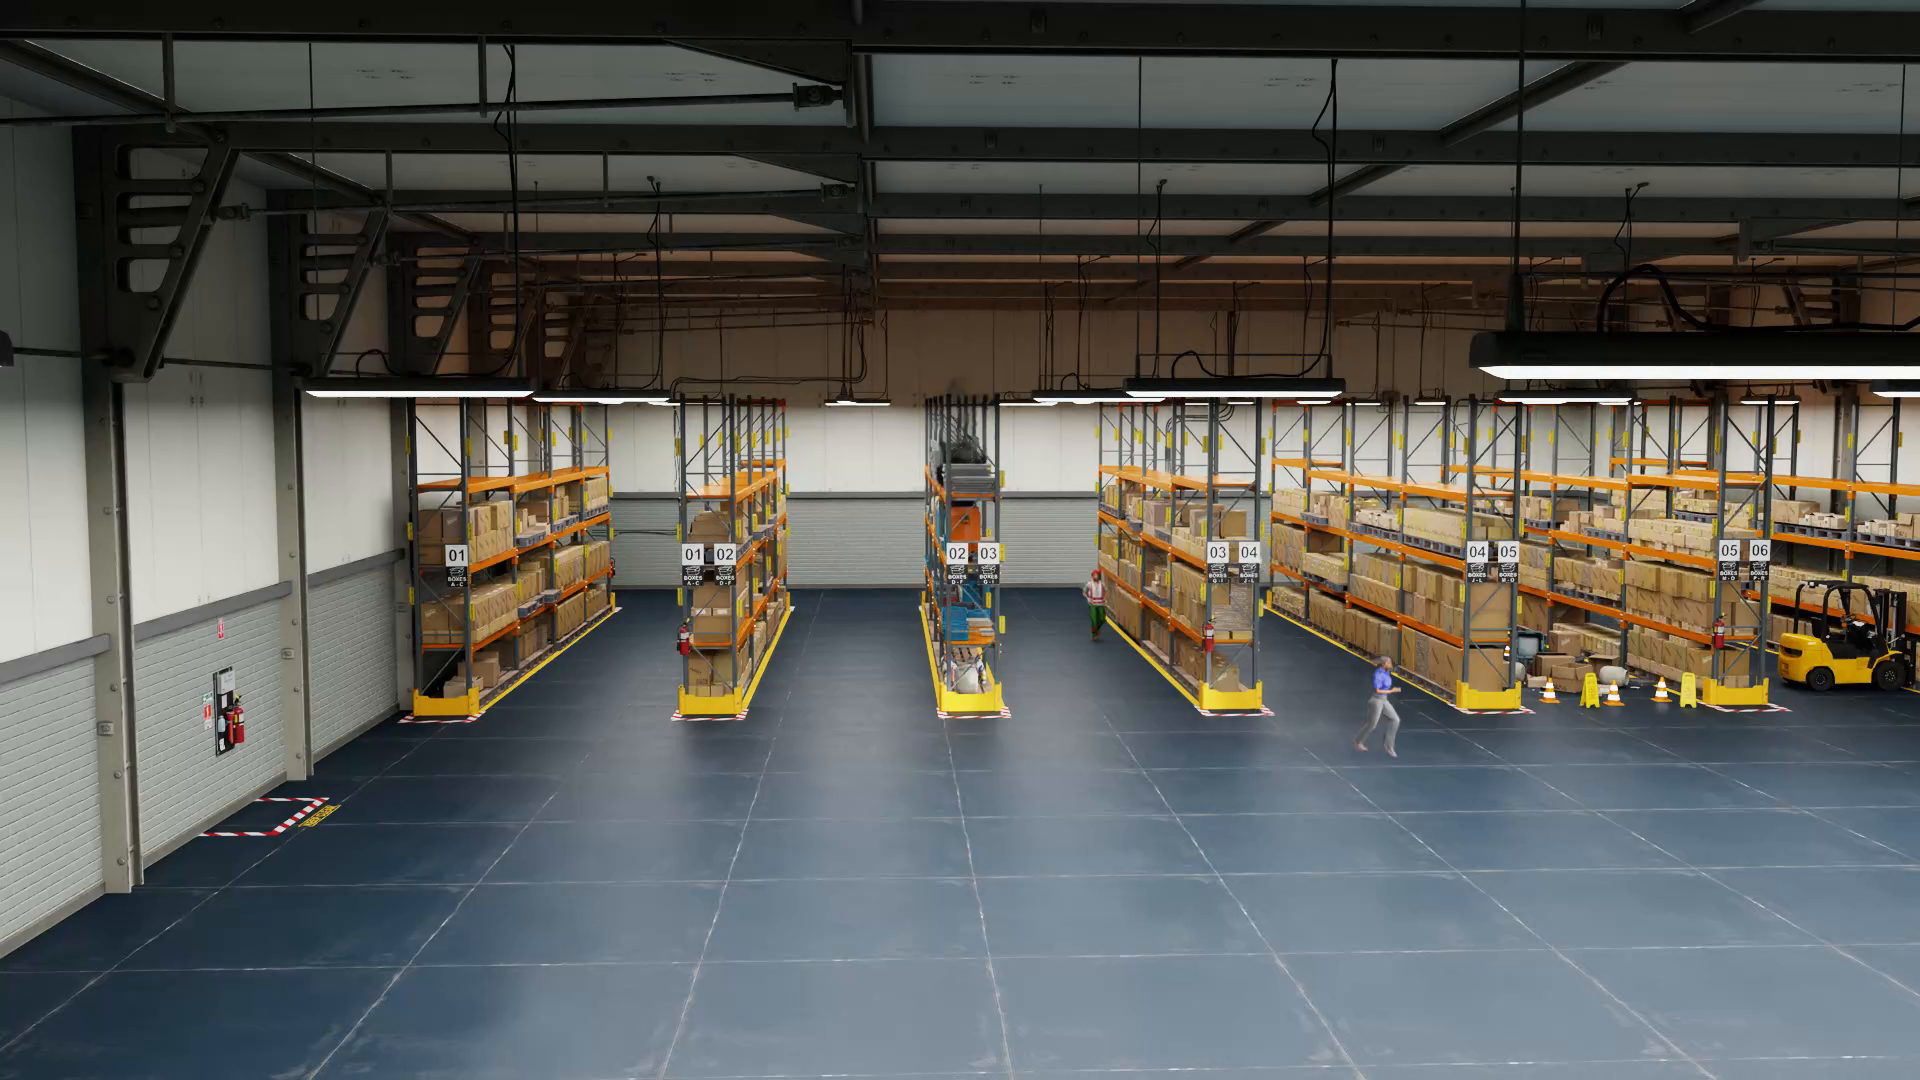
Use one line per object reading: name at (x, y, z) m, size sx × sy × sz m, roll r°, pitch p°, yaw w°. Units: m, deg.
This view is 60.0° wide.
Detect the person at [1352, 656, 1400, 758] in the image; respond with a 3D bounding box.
person at (6.893, 2.740, 27.476) m, size 0.837 × 1.690 × 0.599 m, roll 3°, pitch 6°, yaw 35°

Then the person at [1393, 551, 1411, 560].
person at (12.987, 0.939, 49.143) m, size 0.880 × 1.824 × 0.598 m, roll -1°, pitch 5°, yaw -8°

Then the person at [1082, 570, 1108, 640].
person at (3.363, 1.608, 41.084) m, size 0.651 × 1.738 × 0.613 m, roll -1°, pitch 5°, yaw -7°
